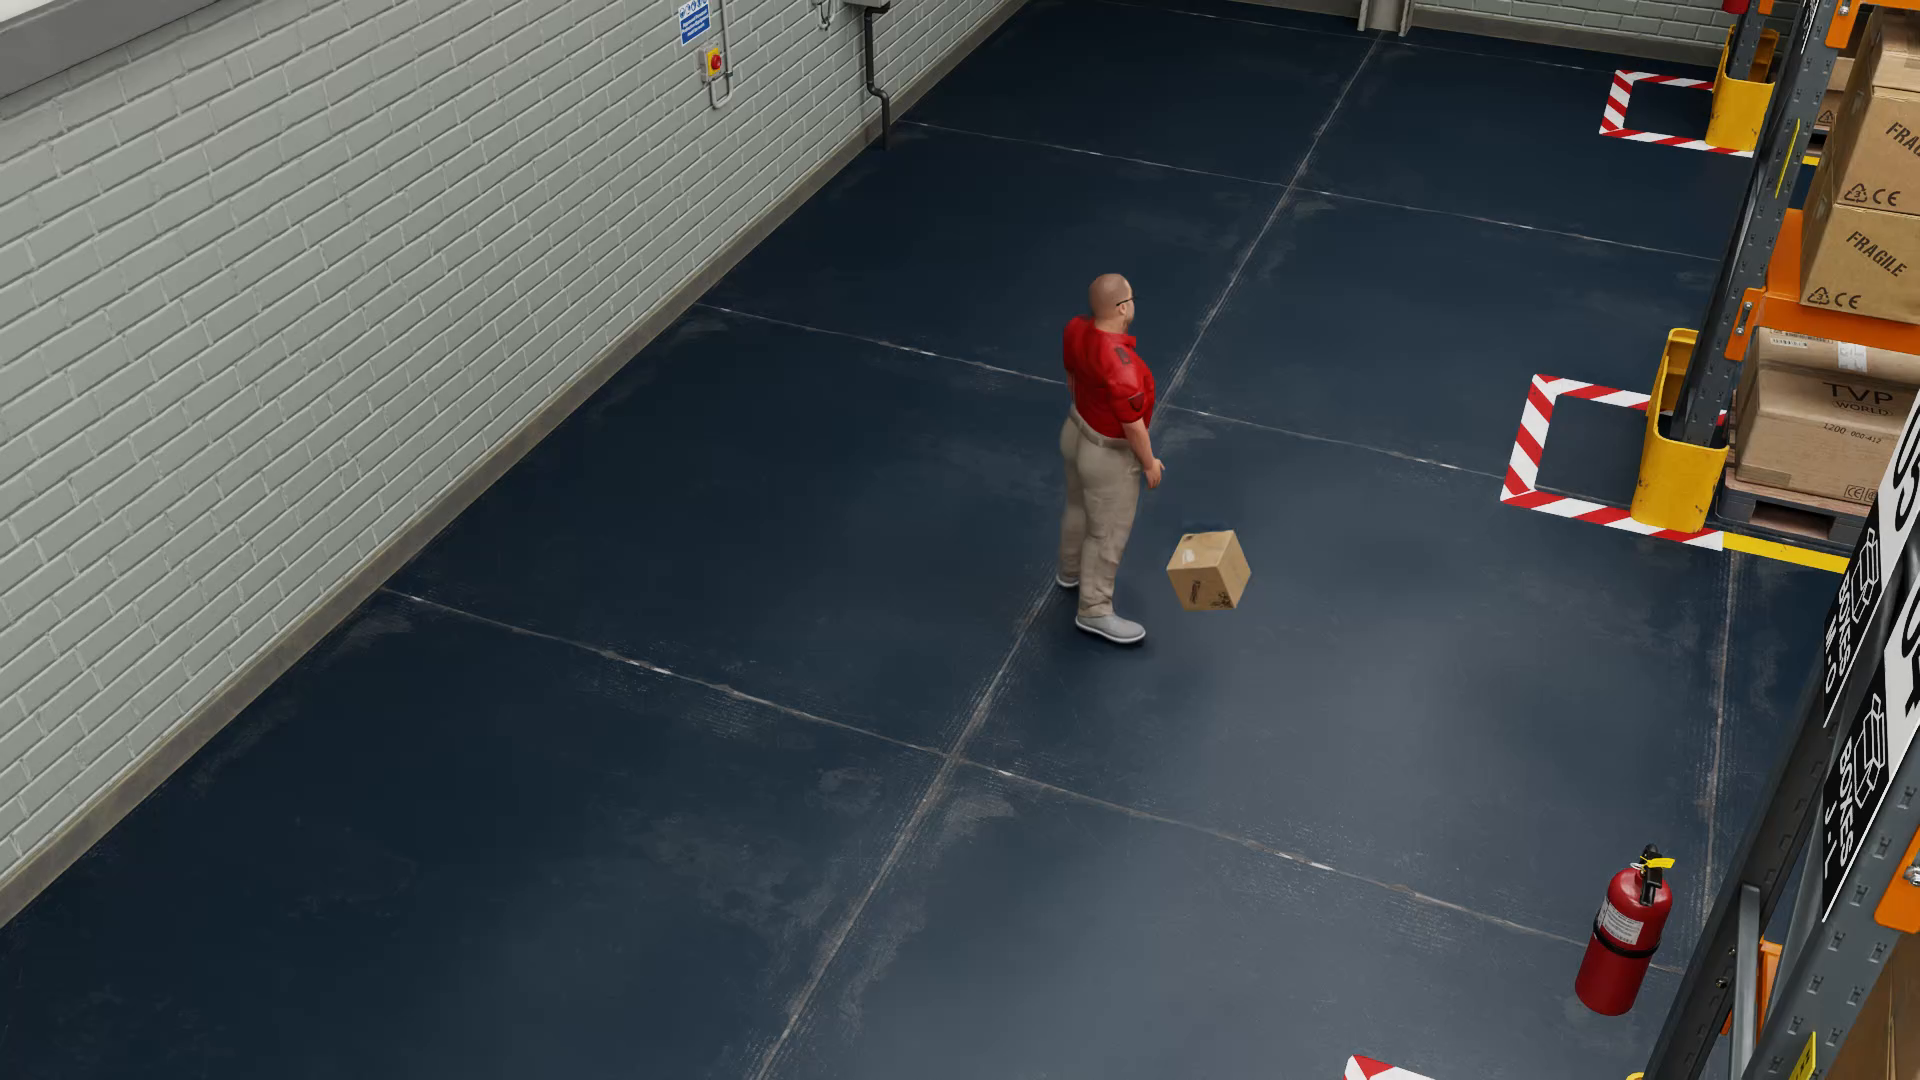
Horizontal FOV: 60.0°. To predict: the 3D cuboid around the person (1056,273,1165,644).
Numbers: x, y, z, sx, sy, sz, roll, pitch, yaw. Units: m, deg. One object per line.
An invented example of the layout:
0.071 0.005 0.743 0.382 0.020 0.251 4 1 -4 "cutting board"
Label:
0.659 -0.391 7.312 0.385 1.736 0.649 -15 40 -19 "person"
